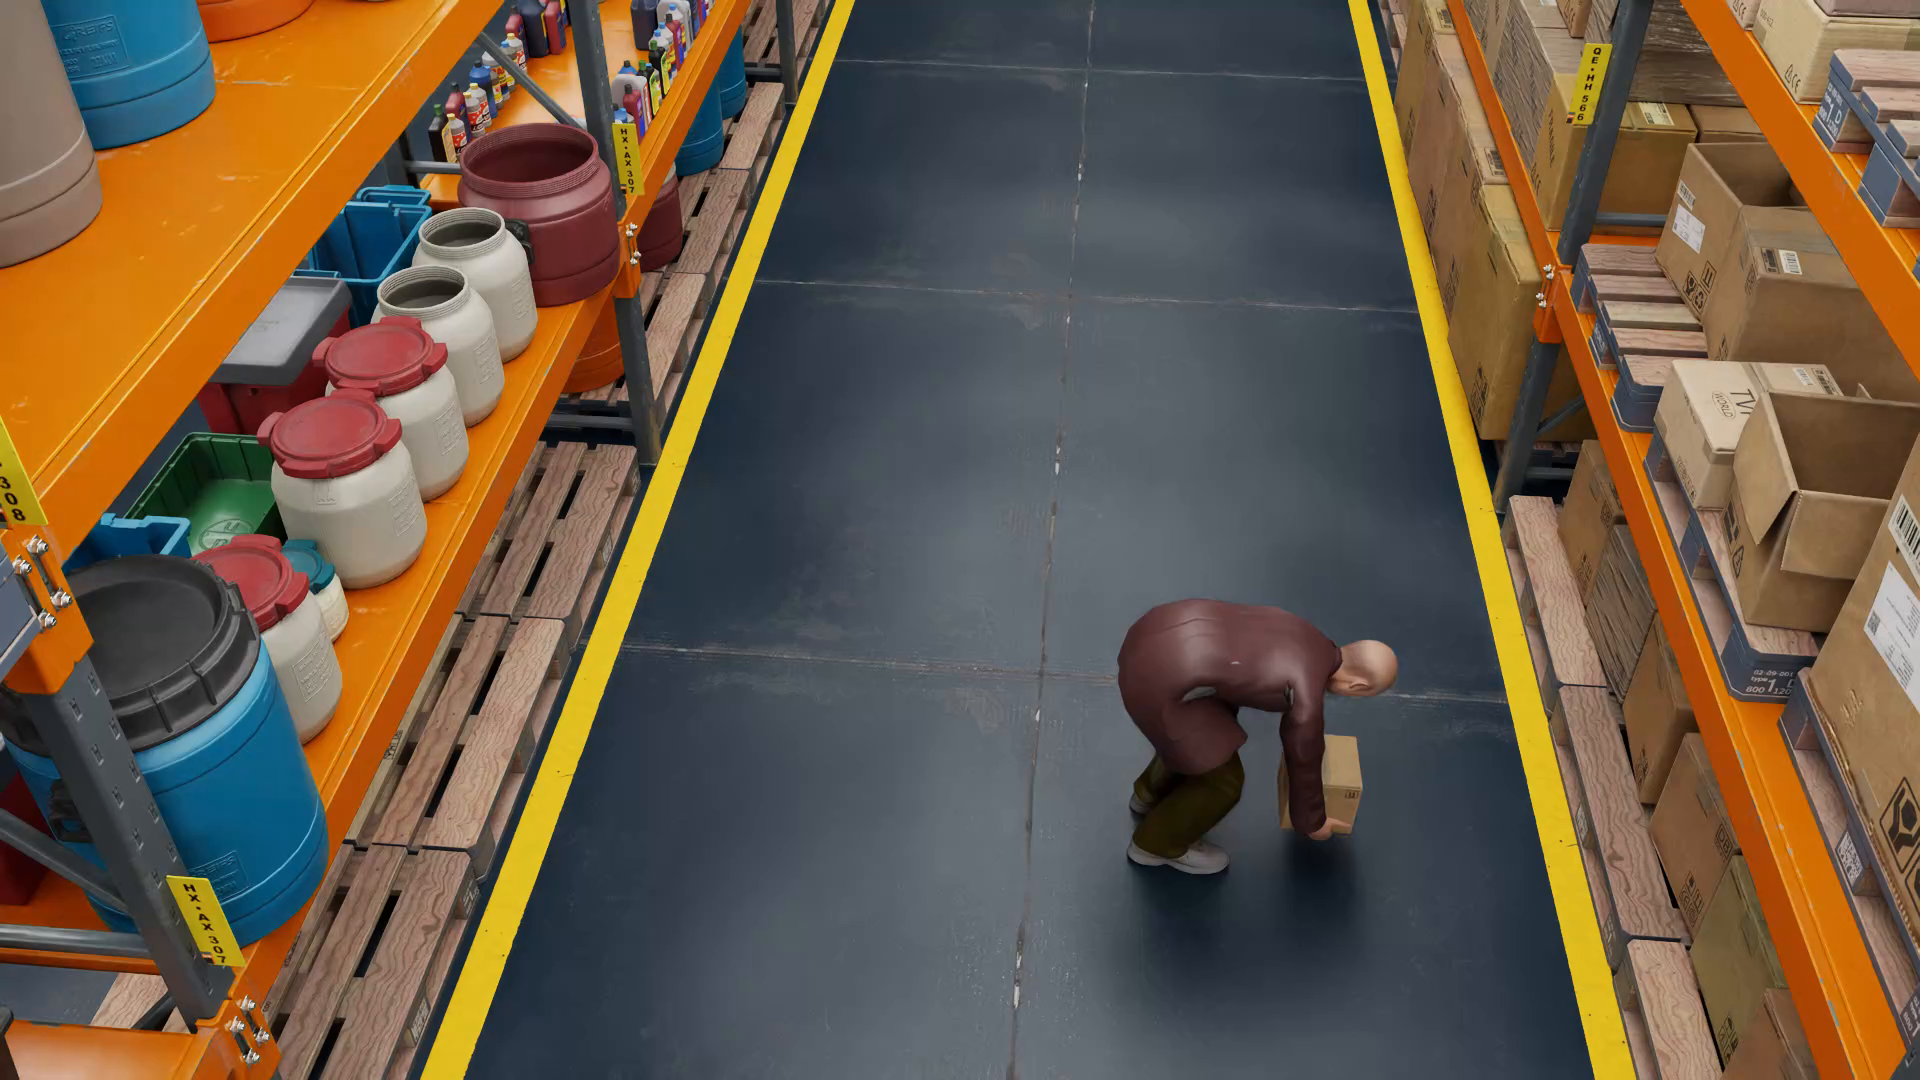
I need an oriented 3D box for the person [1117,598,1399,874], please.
[{"bbox_3d":[1.015,0.684,5.878,0.950,1.090,0.578,2,40,2],"label":"person"}]
